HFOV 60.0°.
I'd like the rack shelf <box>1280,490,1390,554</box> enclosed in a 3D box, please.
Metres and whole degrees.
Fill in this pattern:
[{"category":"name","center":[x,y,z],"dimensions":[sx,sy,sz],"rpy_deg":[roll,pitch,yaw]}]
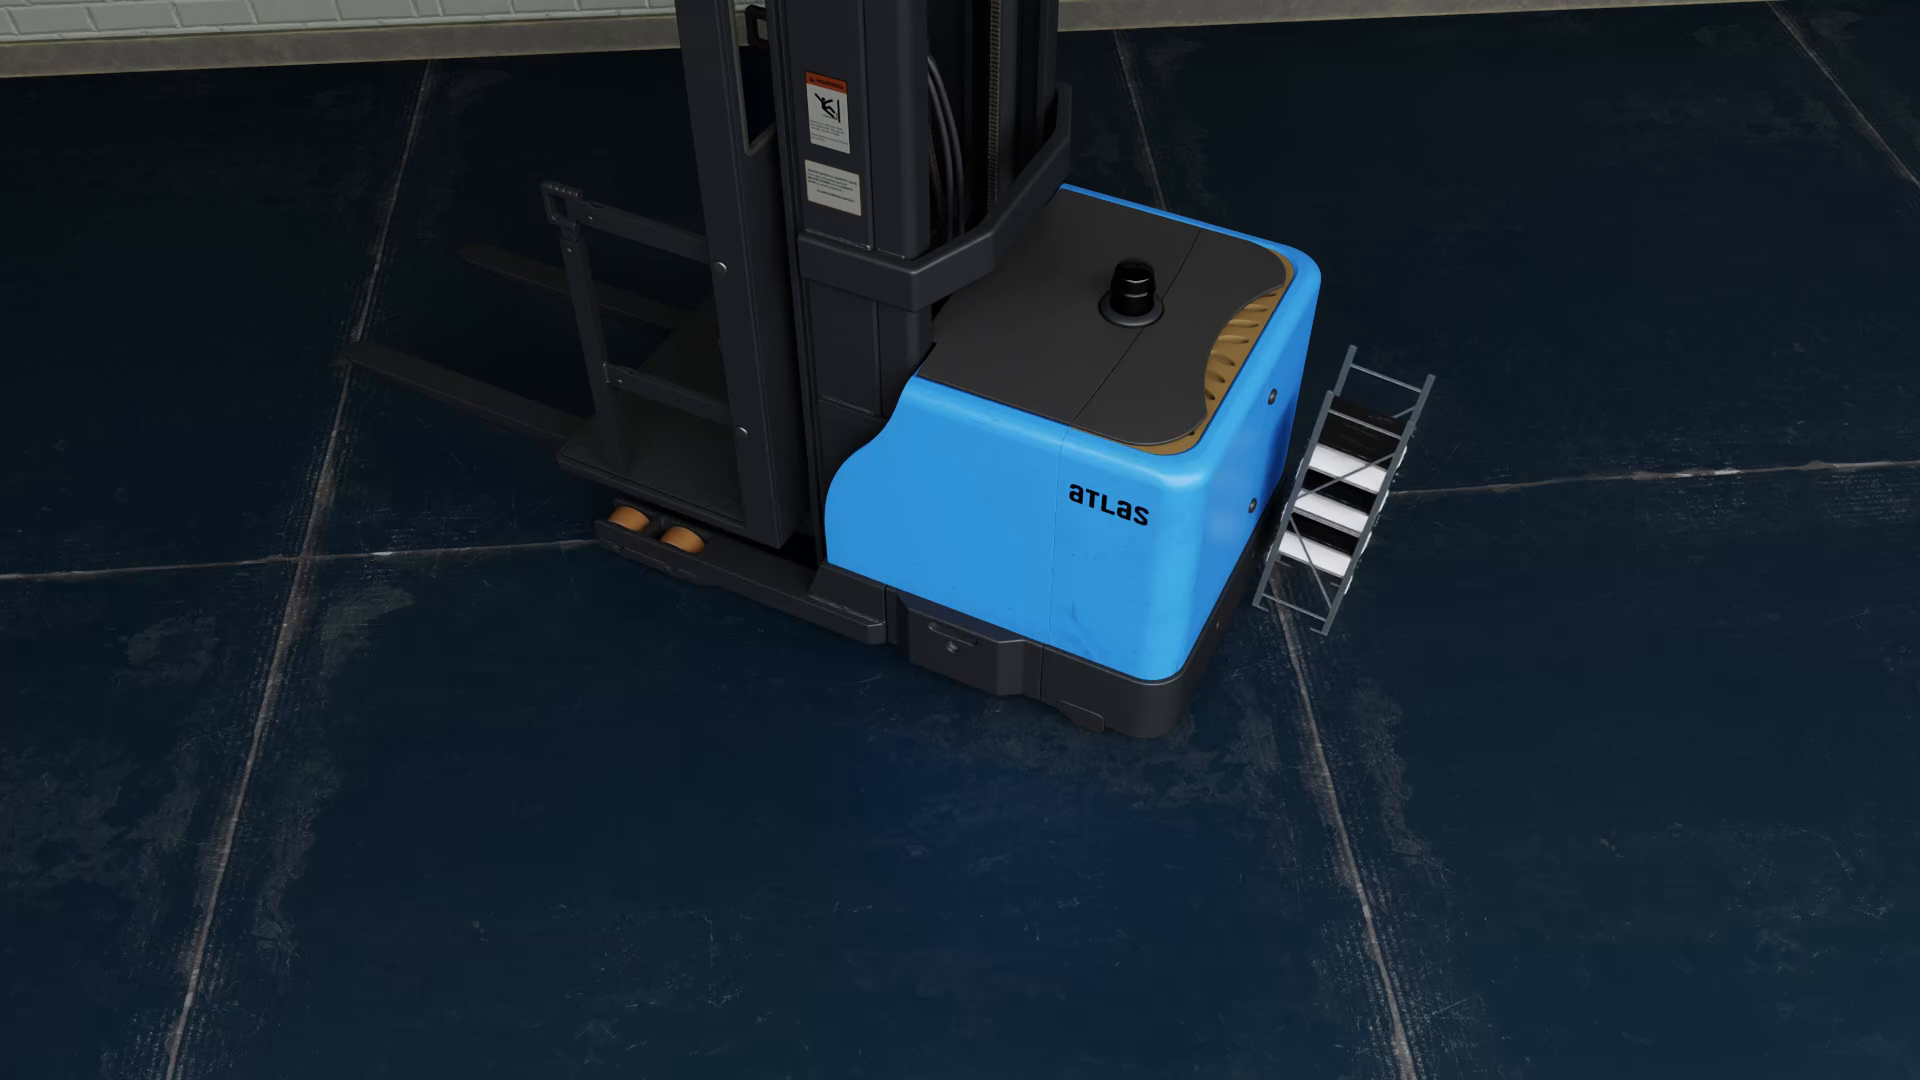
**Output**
[{"category":"rack shelf","center":[1.071,-0.098,4.752],"dimensions":[0.258,0.077,0.200],"rpy_deg":[23,51,13]}]

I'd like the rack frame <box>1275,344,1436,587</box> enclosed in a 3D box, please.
[{"category":"rack frame","center":[1.118,-0.186,4.790],"dimensions":[0.240,0.900,0.006],"rpy_deg":[23,51,13]}]

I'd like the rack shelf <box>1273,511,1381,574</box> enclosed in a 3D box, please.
[{"category":"rack shelf","center":[1.063,-0.039,4.820],"dimensions":[0.258,0.077,0.200],"rpy_deg":[23,51,13]}]

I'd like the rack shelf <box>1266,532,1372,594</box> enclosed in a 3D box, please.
[{"category":"rack shelf","center":[1.055,0.020,4.888],"dimensions":[0.258,0.077,0.200],"rpy_deg":[23,51,13]}]

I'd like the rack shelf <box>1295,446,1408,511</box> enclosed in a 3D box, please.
[{"category":"rack shelf","center":[1.087,-0.215,4.616],"dimensions":[0.258,0.077,0.200],"rpy_deg":[23,51,13]}]

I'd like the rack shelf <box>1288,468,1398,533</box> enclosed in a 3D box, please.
[{"category":"rack shelf","center":[1.079,-0.156,4.684],"dimensions":[0.258,0.077,0.200],"rpy_deg":[23,51,13]}]

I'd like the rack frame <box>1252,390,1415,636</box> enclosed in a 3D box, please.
[{"category":"rack frame","center":[1.030,-0.053,4.664],"dimensions":[0.240,0.900,0.006],"rpy_deg":[23,51,13]}]

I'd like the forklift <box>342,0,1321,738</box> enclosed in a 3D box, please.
[{"category":"forklift","center":[-0.558,-1.209,4.376],"dimensions":[3.031,2.935,1.130],"rpy_deg":[20,50,18]}]

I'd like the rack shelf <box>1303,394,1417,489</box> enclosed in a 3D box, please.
[{"category":"rack shelf","center":[1.095,-0.274,4.549],"dimensions":[0.258,0.077,0.200],"rpy_deg":[23,51,13]}]

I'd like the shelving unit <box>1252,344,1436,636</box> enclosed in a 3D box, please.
[{"category":"shelving unit","center":[1.074,-0.120,4.727],"dimensions":[0.258,0.900,0.210],"rpy_deg":[23,51,13]}]
